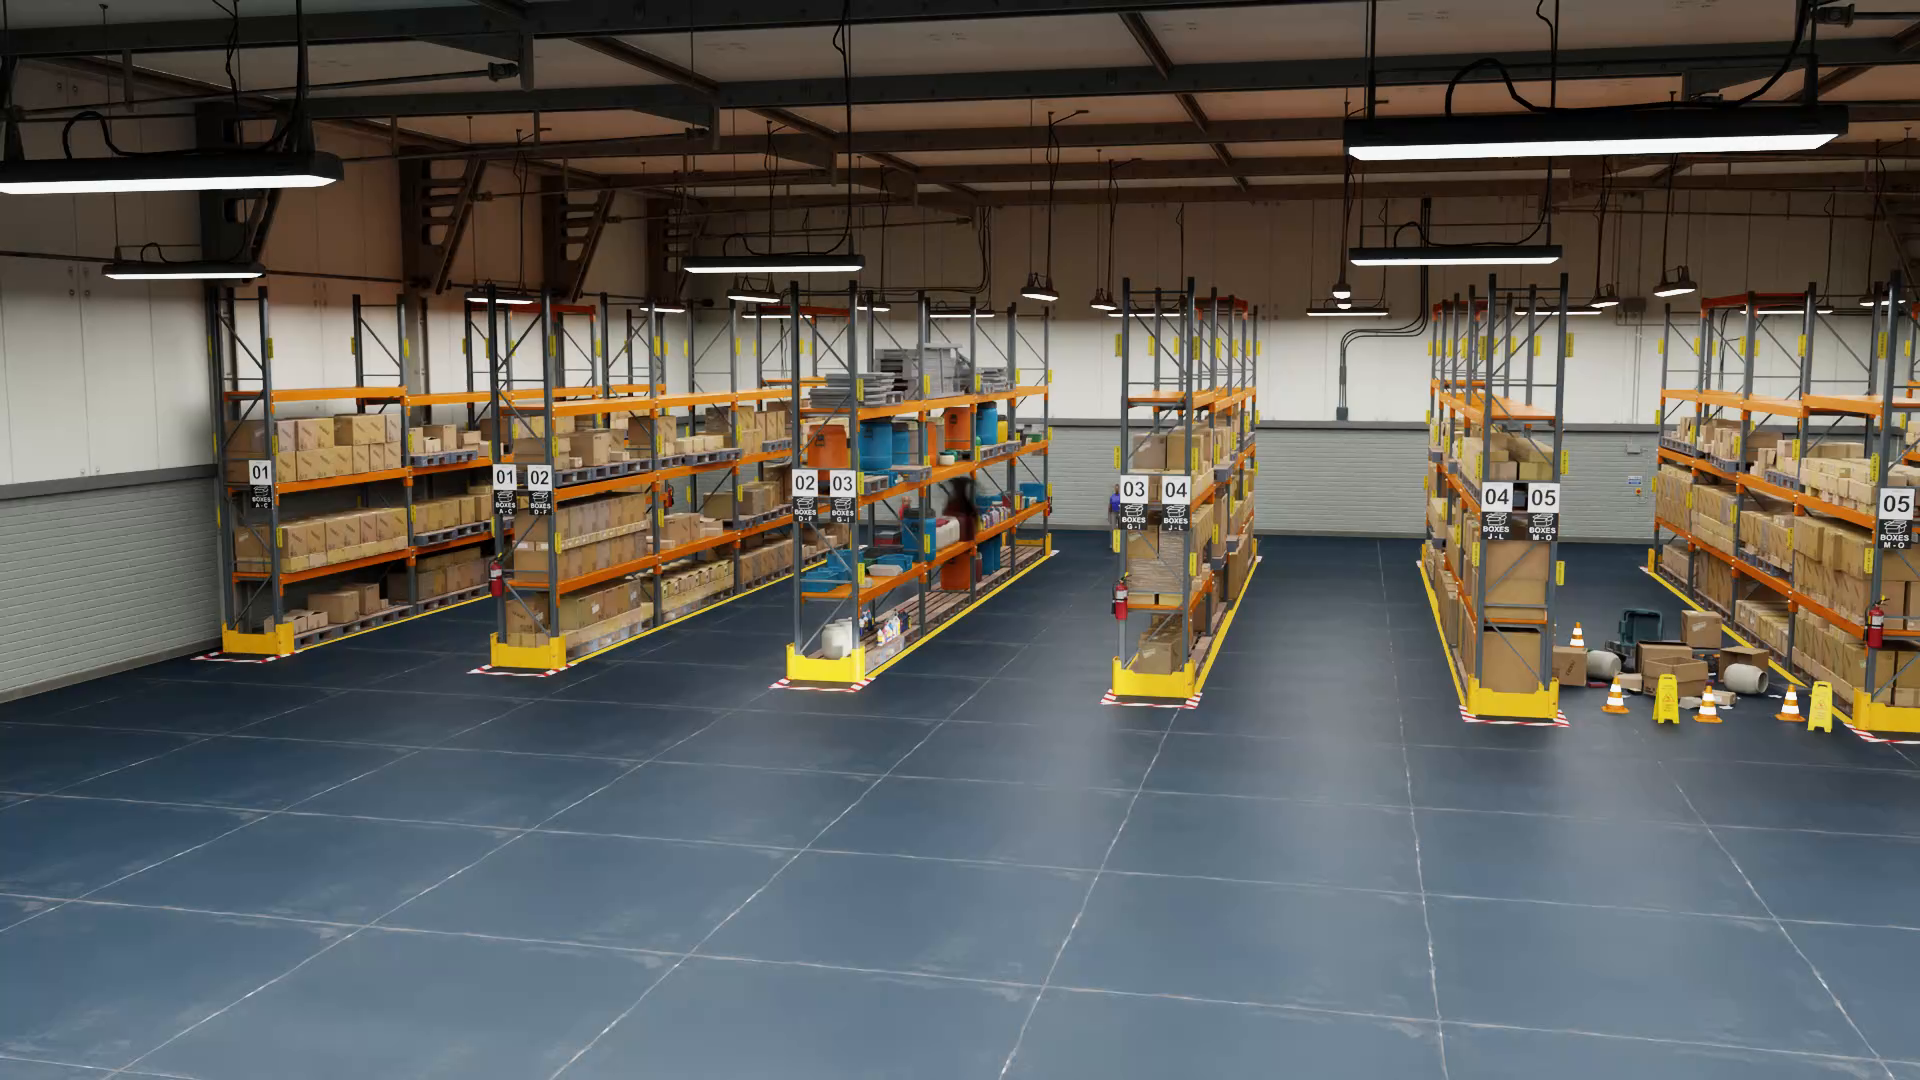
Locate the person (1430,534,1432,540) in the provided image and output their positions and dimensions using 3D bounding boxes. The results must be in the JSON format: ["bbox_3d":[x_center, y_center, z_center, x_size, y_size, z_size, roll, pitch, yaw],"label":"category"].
[{"bbox_3d":[11.405,-0.336,39.628,0.489,1.610,0.335,1,7,8],"label":"person"}]

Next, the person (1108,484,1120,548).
[{"bbox_3d":[3.969,-0.613,41.906,0.495,1.611,0.977,1,7,6],"label":"person"}]

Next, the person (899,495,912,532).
[{"bbox_3d":[-1.056,-0.110,34.839,0.439,1.652,0.602,1,7,13],"label":"person"}]
